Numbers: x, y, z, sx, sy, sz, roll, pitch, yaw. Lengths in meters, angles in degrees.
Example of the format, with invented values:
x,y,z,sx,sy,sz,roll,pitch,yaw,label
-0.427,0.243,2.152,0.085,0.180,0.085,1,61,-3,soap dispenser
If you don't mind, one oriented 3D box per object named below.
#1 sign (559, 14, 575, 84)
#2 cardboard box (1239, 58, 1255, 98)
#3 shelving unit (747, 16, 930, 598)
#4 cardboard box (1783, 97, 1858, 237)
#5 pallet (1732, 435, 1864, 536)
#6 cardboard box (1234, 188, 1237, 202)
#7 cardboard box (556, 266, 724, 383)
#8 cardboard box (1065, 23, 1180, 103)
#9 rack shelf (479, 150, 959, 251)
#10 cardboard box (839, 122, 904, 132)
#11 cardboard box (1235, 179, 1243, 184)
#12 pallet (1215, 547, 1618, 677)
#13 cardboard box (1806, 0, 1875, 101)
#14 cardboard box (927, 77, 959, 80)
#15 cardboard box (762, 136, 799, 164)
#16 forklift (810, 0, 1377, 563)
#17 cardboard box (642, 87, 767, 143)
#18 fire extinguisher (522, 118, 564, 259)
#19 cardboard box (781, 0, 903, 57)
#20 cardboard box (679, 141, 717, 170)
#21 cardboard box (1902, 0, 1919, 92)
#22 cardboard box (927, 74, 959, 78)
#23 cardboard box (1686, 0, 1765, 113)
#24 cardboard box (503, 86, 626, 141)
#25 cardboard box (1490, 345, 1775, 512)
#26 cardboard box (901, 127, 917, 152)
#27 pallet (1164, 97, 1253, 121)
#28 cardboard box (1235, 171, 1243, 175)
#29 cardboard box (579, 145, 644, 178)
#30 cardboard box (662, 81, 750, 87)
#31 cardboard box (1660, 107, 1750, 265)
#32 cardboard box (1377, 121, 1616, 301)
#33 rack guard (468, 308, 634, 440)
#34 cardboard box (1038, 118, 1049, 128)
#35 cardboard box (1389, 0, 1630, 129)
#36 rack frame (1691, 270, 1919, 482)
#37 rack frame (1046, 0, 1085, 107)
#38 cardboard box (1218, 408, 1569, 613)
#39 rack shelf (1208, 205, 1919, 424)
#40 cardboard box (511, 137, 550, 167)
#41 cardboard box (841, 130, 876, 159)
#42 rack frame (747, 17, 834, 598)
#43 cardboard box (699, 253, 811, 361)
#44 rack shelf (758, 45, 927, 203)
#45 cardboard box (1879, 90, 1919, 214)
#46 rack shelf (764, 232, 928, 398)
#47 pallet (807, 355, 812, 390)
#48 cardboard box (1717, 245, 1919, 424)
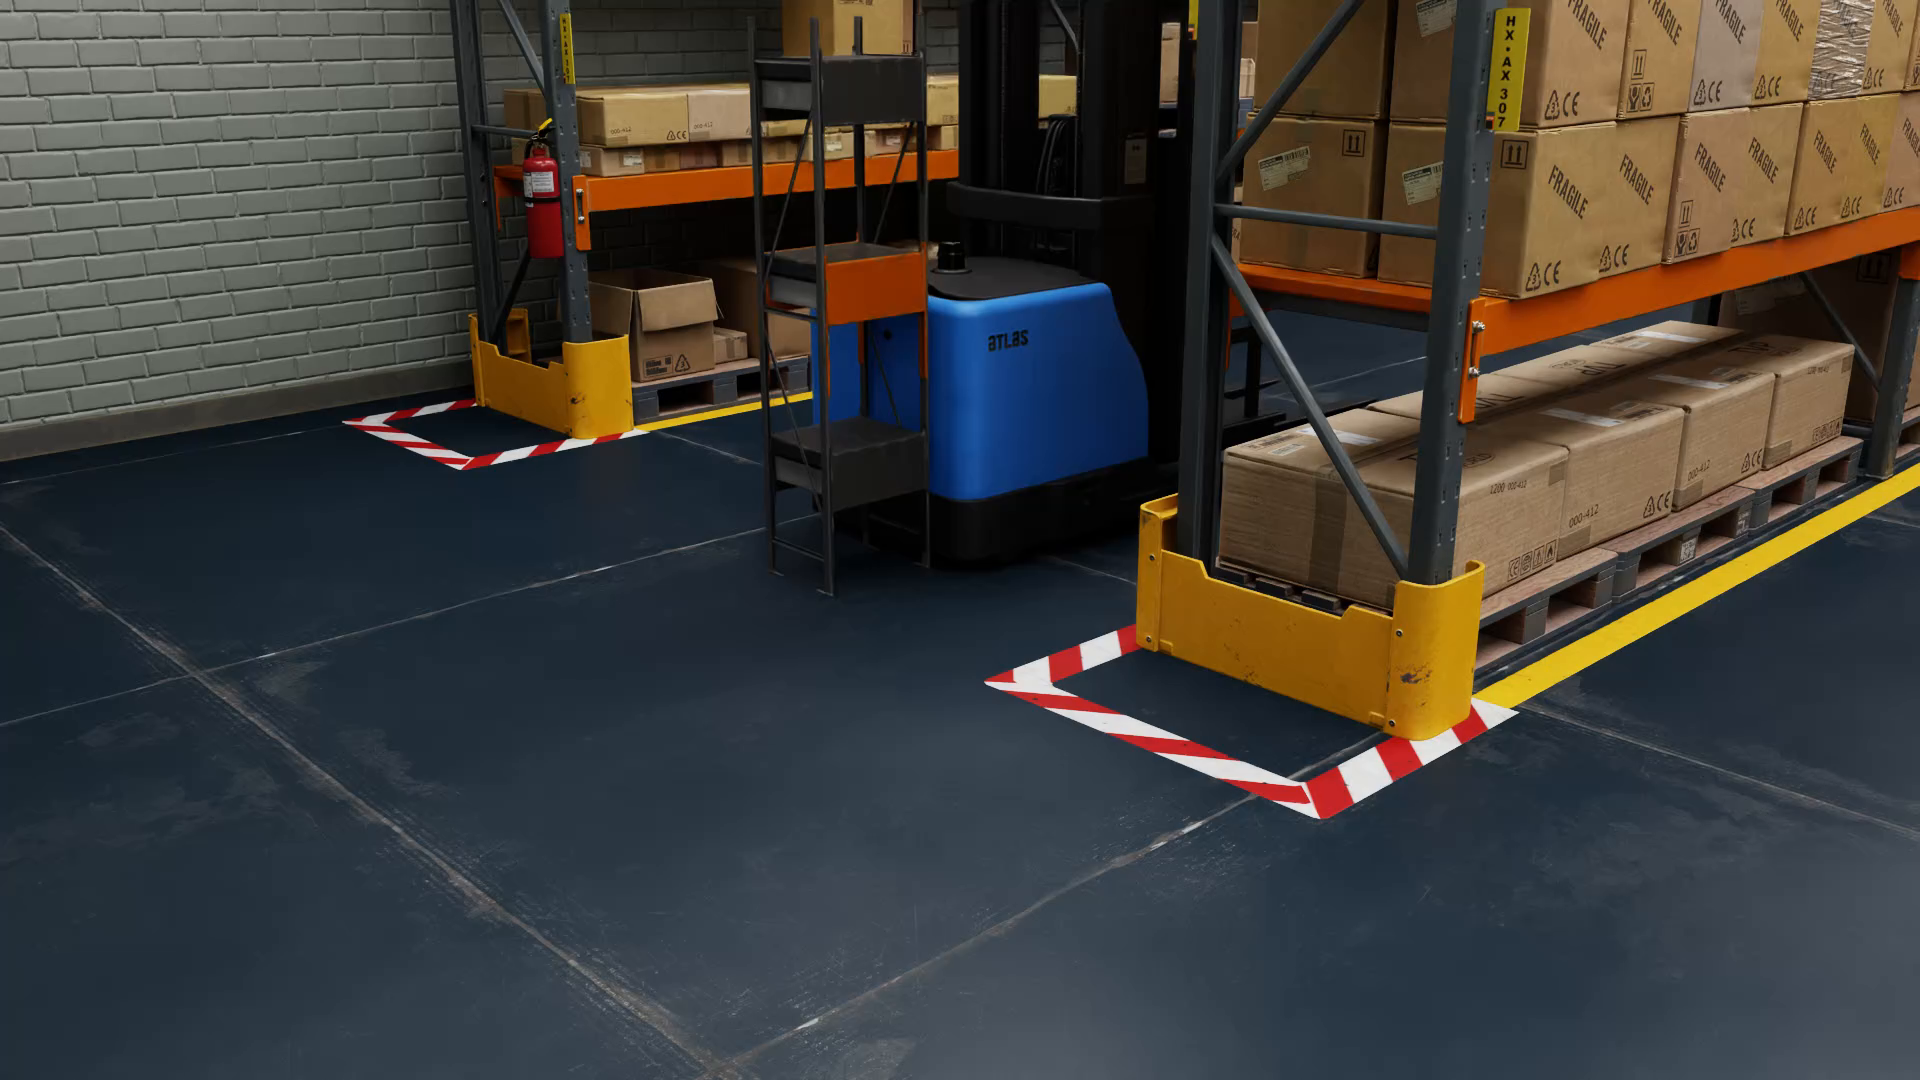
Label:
x,y,z,sx,sy,sz,roll,pitch,yaw,label
-1.904,-2.377,8.050,0.005,0.325,0.100,-16,24,-41,sign
1.903,-3.279,11.771,0.258,0.266,0.396,-15,23,-38,cardboard box
-0.440,-0.875,6.279,0.503,2.100,0.431,-16,24,-40,shelving unit
3.156,-1.495,6.570,0.500,0.500,0.500,-17,24,-42,cardboard box
3.436,-0.353,7.731,1.213,0.211,1.003,-16,24,-41,pallet
1.797,-2.509,12.180,0.250,0.149,0.380,-16,24,-41,cardboard box
-1.767,-1.208,9.213,0.797,0.503,0.637,17,24,42,cardboard box
1.135,-3.234,11.254,0.500,0.500,0.700,-15,24,-39,cardboard box
-0.824,-2.169,9.976,4.000,0.370,1.077,-16,24,-41,rack shelf
-0.673,-2.521,9.658,0.500,0.250,0.500,-17,25,-42,cardboard box
2.155,-2.625,12.537,0.250,0.149,0.380,-16,24,-41,cardboard box
1.663,0.164,6.137,1.213,0.211,1.003,-16,24,-41,pallet
3.152,-1.969,6.410,0.500,0.500,0.500,-16,24,-40,cardboard box
0.073,-2.733,10.311,0.500,0.250,0.500,-16,24,-41,cardboard box
-1.114,-2.201,9.316,0.250,0.149,0.380,-16,24,-40,cardboard box
0.790,-1.666,7.372,3.031,2.935,1.130,-16,24,-40,forklift
-1.396,-2.300,8.975,0.500,0.250,0.500,-16,24,-40,cardboard box
-2.066,-1.738,8.212,0.183,0.674,0.296,-16,24,-41,fire extinguisher
-0.672,-2.868,9.511,0.500,0.500,0.500,-15,24,-39,cardboard box
-1.529,-2.103,9.016,0.250,0.149,0.380,-17,24,-42,cardboard box
3.890,-2.184,7.075,0.500,0.500,0.500,-17,24,-41,cardboard box
-0.275,-2.853,10.680,0.500,0.250,0.500,-17,24,-41,cardboard box
2.420,-1.758,5.761,0.500,0.500,0.500,-16,24,-41,cardboard box
-2.125,-2.314,9.020,0.500,0.250,0.500,-15,23,-39,cardboard box
2.863,-0.505,7.153,0.875,0.438,0.875,17,25,42,cardboard box
-0.415,-2.431,10.026,0.250,0.149,0.380,-16,24,-40,cardboard box
2.126,-3.278,12.542,1.213,0.211,1.003,-16,24,-41,pallet
2.188,-2.837,13.191,0.250,0.149,0.380,-17,24,-42,cardboard box
-1.849,-1.976,8.622,0.250,0.149,0.380,-16,24,-41,cardboard box
-1.386,-2.527,9.676,0.500,0.250,0.500,-15,23,-39,cardboard box
2.413,-1.278,5.900,0.500,0.500,0.500,-16,24,-41,cardboard box
1.682,-1.060,5.230,0.500,0.500,0.500,-17,24,-41,cardboard box
-2.222,-0.914,8.993,0.348,0.500,1.175,-16,24,-41,rack guard
0.397,-2.631,10.643,0.250,0.149,0.380,-15,24,-39,cardboard box
1.681,-1.537,5.077,0.500,0.500,0.500,-17,25,-42,cardboard box
4.043,-1.823,7.744,0.127,3.000,1.000,-16,24,-41,rack frame
0.630,-2.935,11.172,0.127,3.000,1.000,-16,24,-41,rack frame
1.547,-0.119,5.961,0.875,0.438,0.875,17,24,42,cardboard box
2.589,-1.057,6.548,4.000,0.370,1.077,-16,24,-41,rack shelf
-2.220,-2.098,8.999,0.250,0.149,0.380,-17,24,-41,cardboard box
-0.702,-2.298,9.616,0.250,0.149,0.380,-16,24,-40,cardboard box
-0.620,-0.824,6.122,0.015,2.100,0.400,-16,24,-40,rack frame
-1.119,-1.379,9.745,0.500,0.500,0.700,-15,23,-39,cardboard box
-0.440,-1.528,6.067,0.480,0.518,0.431,-16,24,-40,rack shelf
3.881,-1.715,7.249,0.500,0.500,0.500,-16,24,-40,cardboard box
-0.440,-0.862,6.283,0.480,0.518,0.431,-16,24,-40,rack shelf
-0.757,-1.203,10.353,1.213,0.211,1.003,-16,24,-41,pallet
4.438,-1.161,8.467,0.875,0.875,0.875,-15,23,-39,cardboard box
